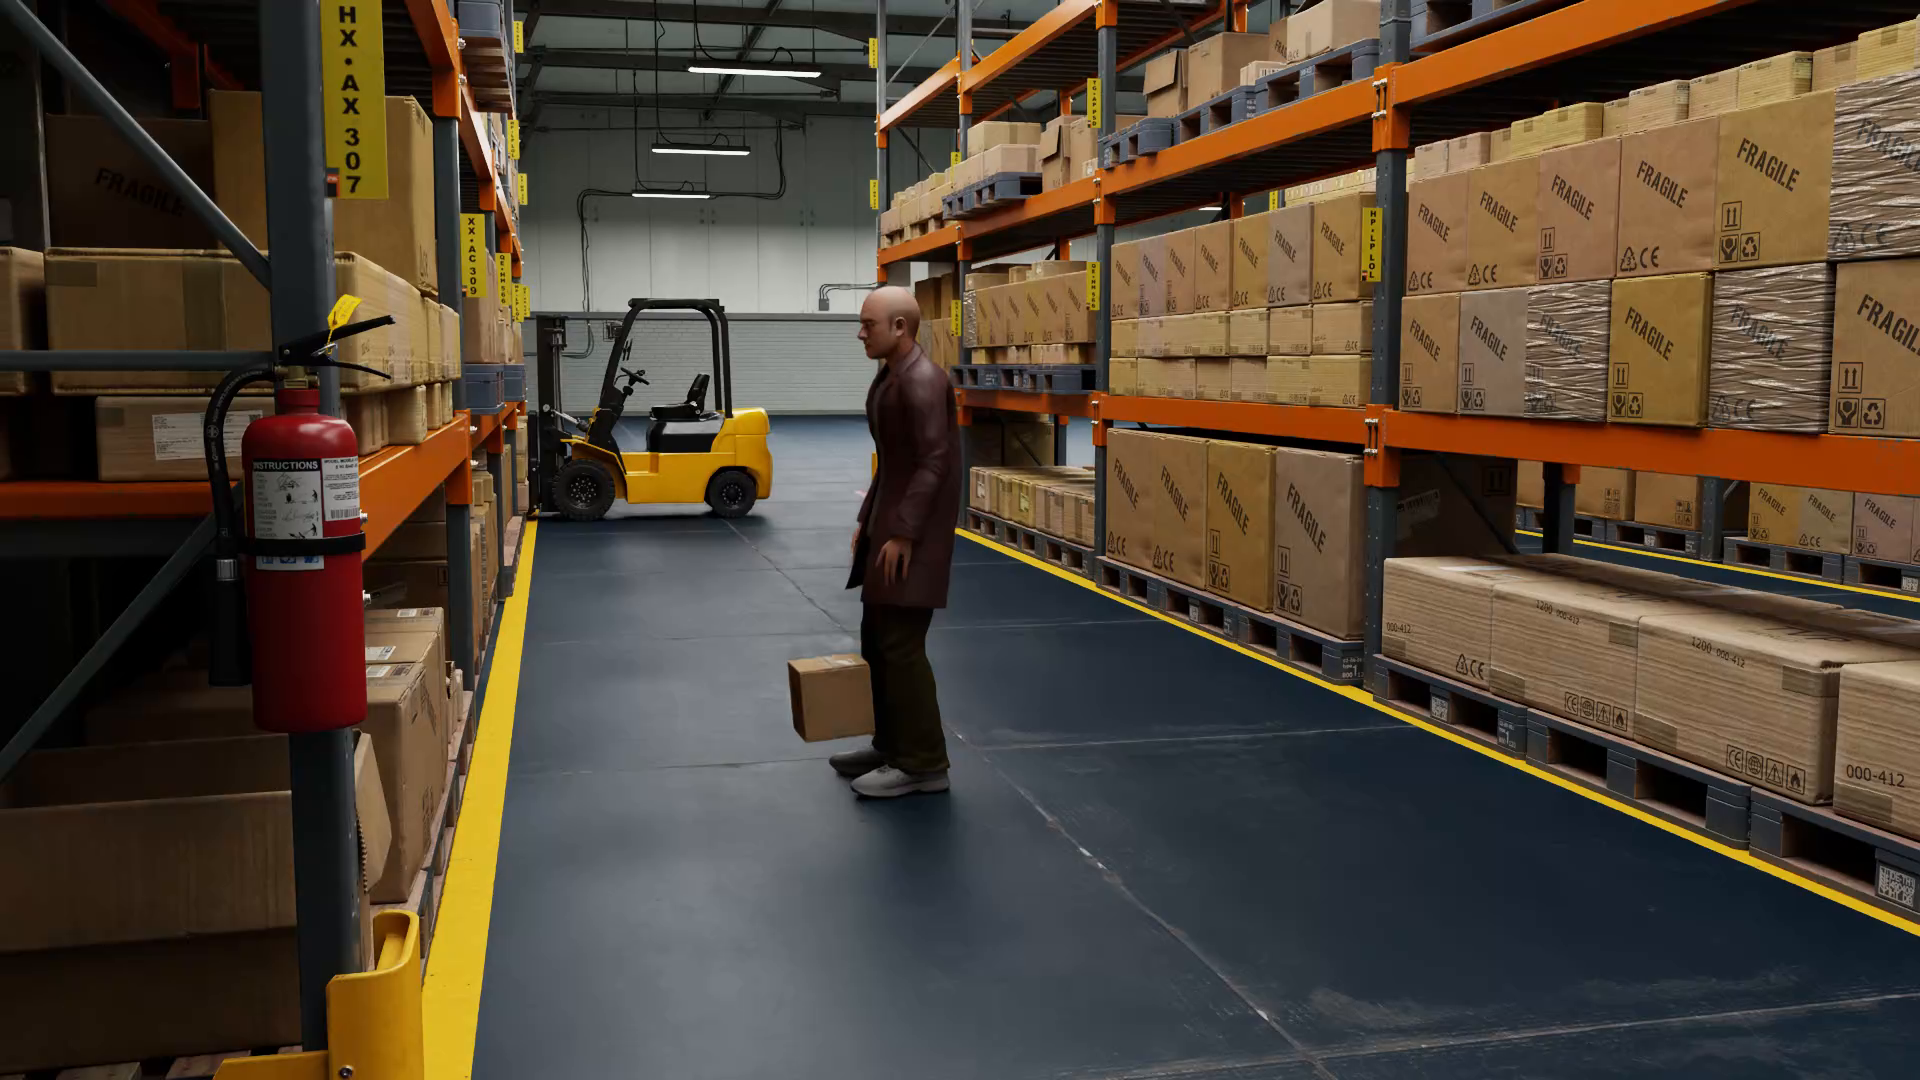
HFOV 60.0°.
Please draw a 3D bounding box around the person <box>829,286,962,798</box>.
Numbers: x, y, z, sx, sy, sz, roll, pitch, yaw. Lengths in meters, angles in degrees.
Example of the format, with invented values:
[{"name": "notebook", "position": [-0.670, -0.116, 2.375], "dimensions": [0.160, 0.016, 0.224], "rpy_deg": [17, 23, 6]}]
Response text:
[{"name": "person", "position": [-0.216, -0.002, 5.894], "dimensions": [0.425, 1.775, 0.601], "rpy_deg": [-2, 6, -15]}]
